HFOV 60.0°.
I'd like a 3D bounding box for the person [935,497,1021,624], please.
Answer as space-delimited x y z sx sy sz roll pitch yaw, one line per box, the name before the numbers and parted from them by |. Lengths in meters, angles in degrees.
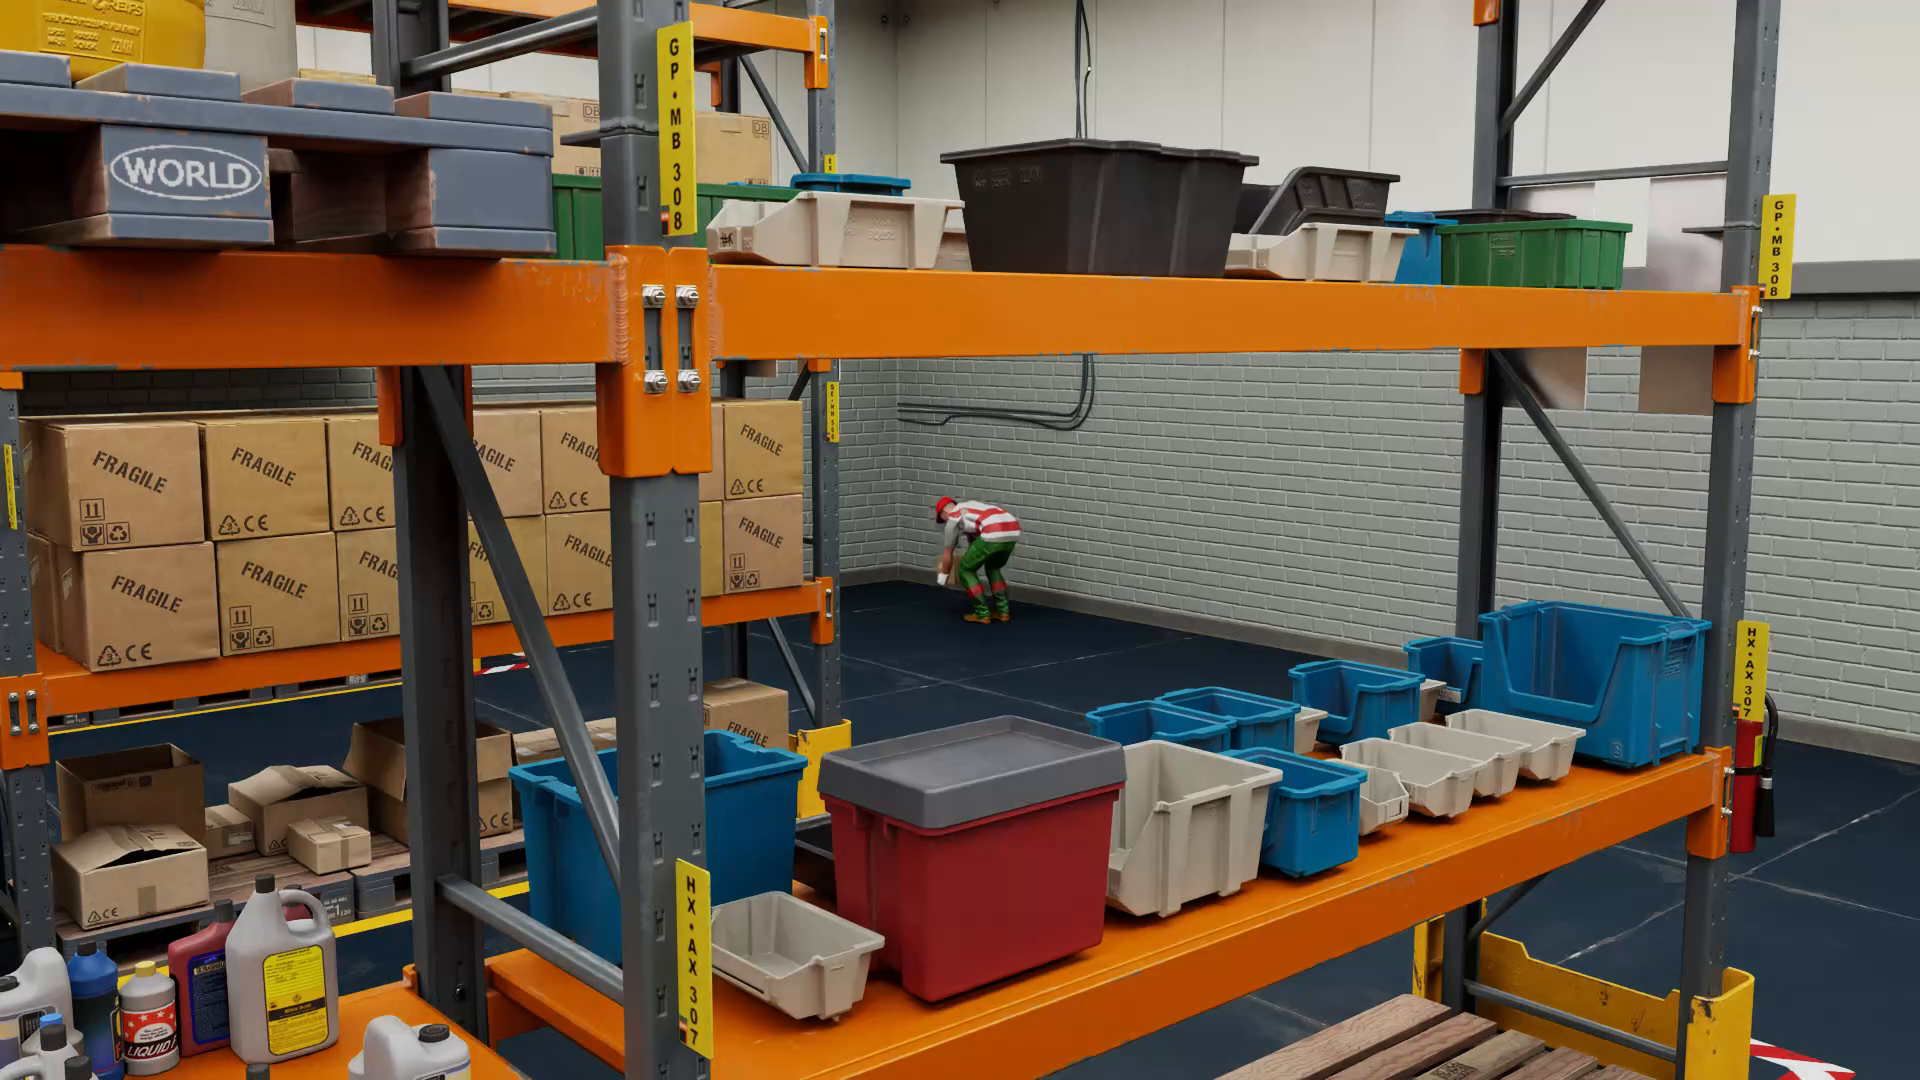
person | 0.130 0.180 15.432 0.525 1.111 0.947 -7 10 -44
